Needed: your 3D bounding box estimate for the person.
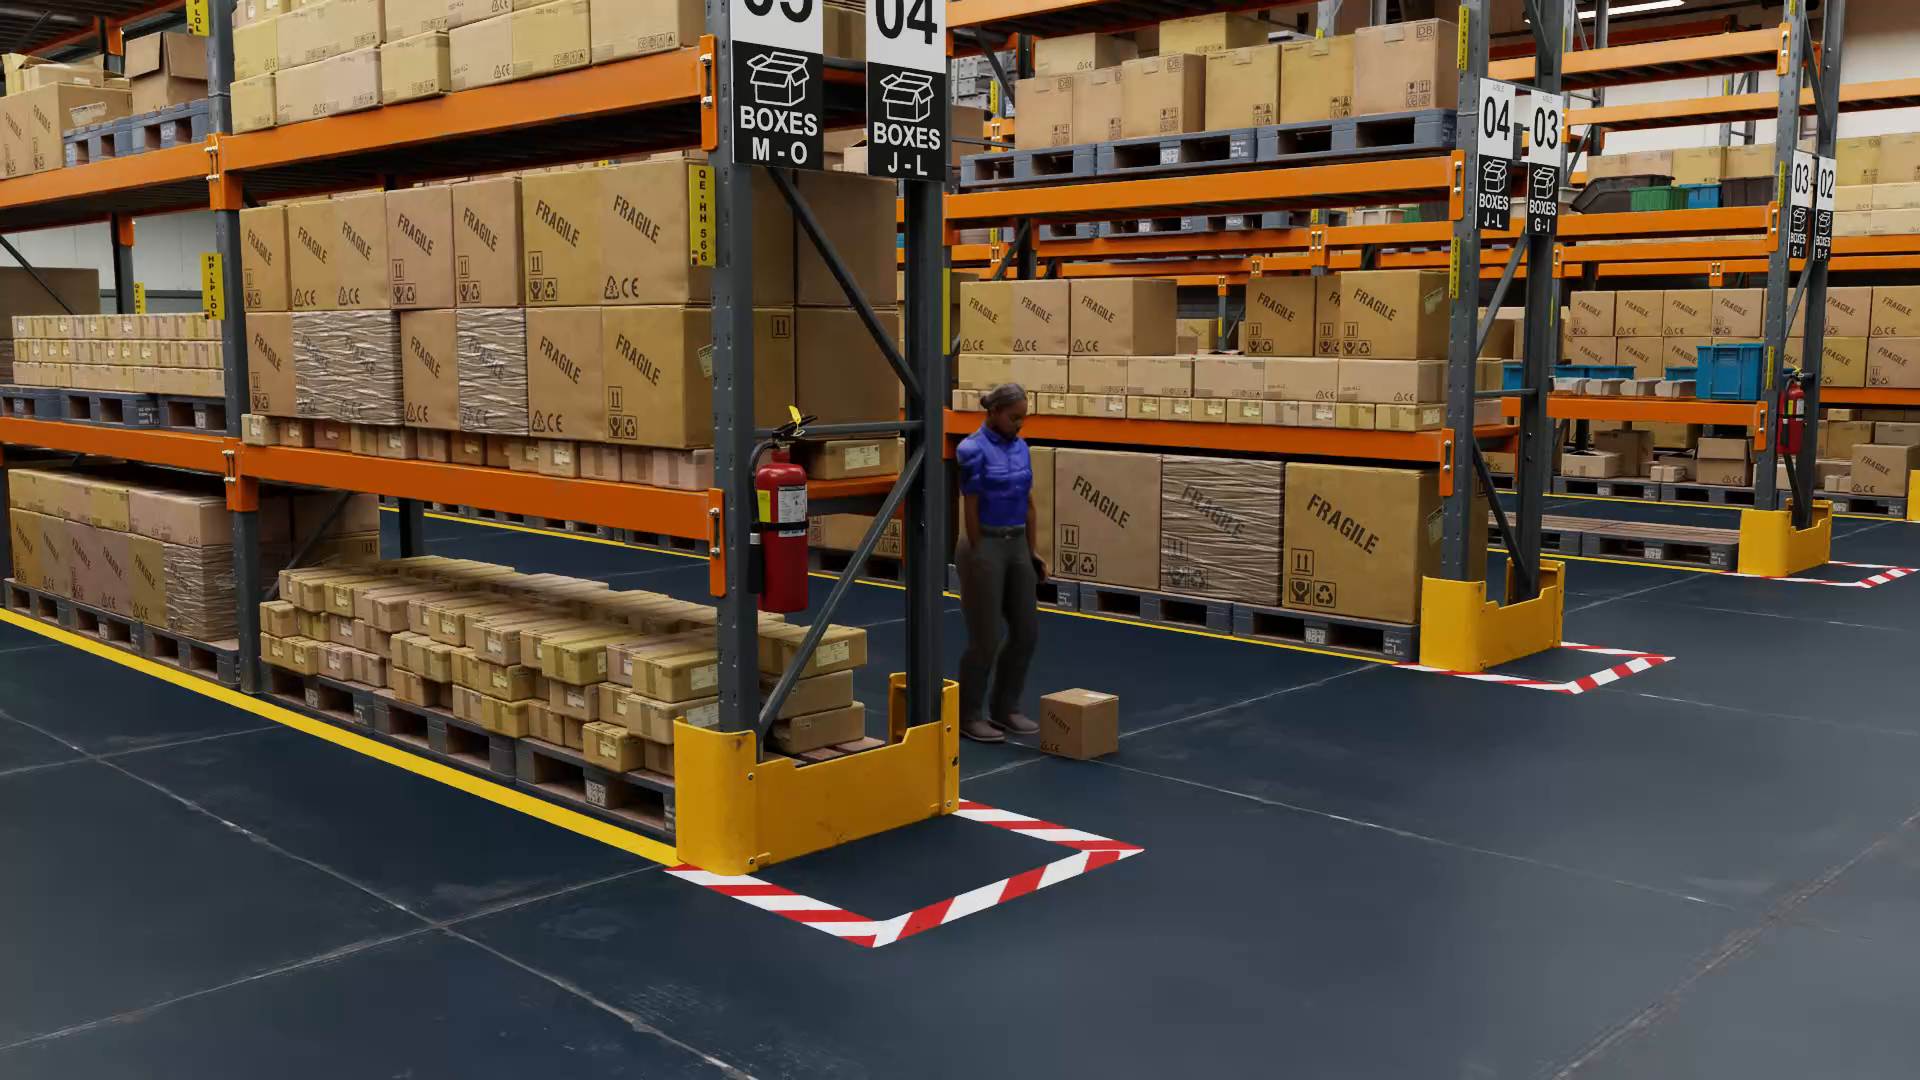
[{"bbox_3d":[0.224,0.219,7.661,0.617,1.390,0.495,7,10,44],"label":"person"}]
